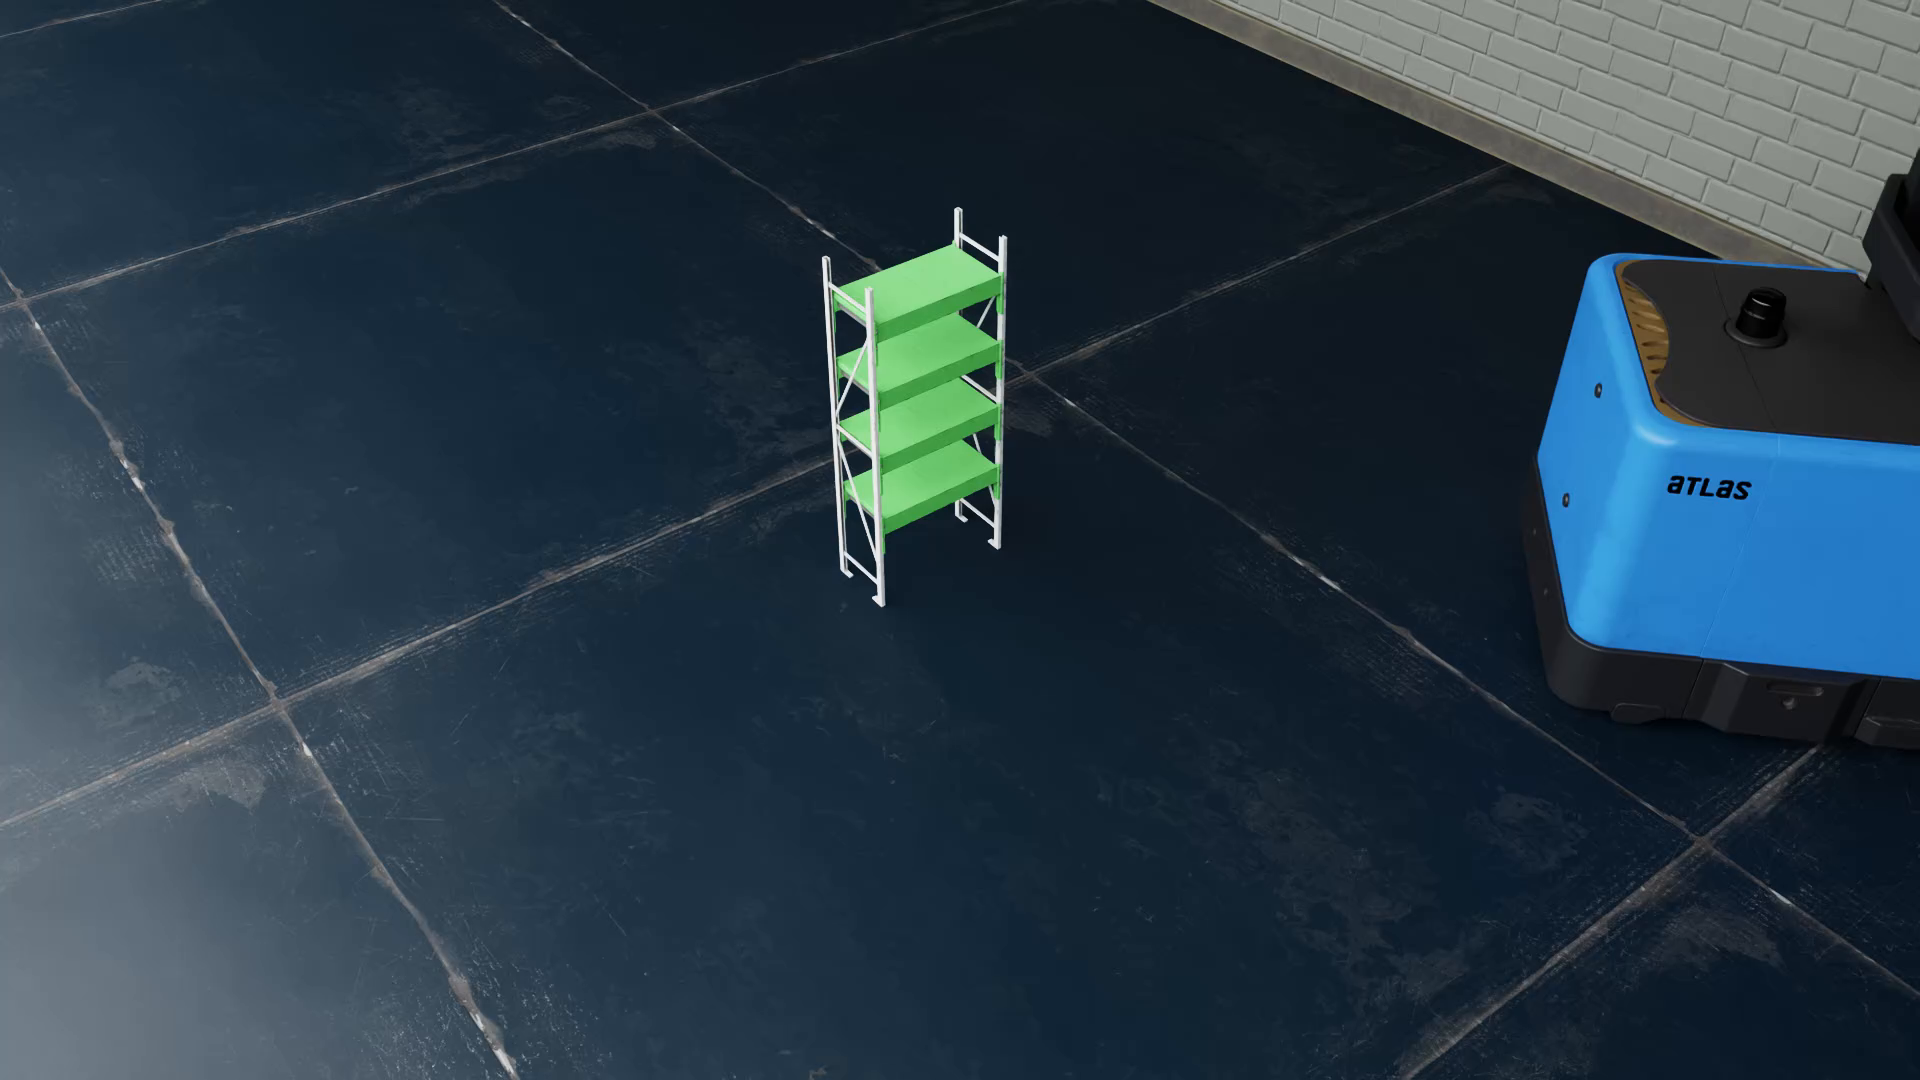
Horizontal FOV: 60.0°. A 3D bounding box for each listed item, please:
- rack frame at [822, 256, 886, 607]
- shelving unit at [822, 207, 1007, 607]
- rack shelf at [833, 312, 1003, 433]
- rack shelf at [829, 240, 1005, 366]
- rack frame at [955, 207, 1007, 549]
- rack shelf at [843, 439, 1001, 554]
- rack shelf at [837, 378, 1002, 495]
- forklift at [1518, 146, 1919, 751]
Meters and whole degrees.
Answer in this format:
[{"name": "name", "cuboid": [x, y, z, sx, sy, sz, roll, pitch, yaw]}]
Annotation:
[{"name": "rack frame", "cuboid": [-0.325, -0.306, 5.177, 0.015, 1.200, 0.240, -26, 46, -28]}, {"name": "shelving unit", "cuboid": [-0.131, -0.400, 5.291, 0.503, 1.200, 0.258, -26, 46, -28]}, {"name": "rack shelf", "cuboid": [-0.131, -0.536, 5.180, 0.480, 0.148, 0.258, -26, 46, -28]}, {"name": "rack shelf", "cuboid": [-0.131, -0.722, 5.028, 0.480, 0.148, 0.258, -26, 46, -28]}, {"name": "rack frame", "cuboid": [0.062, -0.494, 5.406, 0.015, 1.200, 0.240, -26, 46, -28]}, {"name": "rack shelf", "cuboid": [-0.131, -0.165, 5.484, 0.480, 0.148, 0.258, -26, 46, -28]}, {"name": "rack shelf", "cuboid": [-0.131, -0.351, 5.332, 0.480, 0.148, 0.258, -26, 46, -28]}, {"name": "forklift", "cuboid": [3.363, -0.760, 4.366, 3.031, 2.935, 1.130, 6, 40, 7]}]
